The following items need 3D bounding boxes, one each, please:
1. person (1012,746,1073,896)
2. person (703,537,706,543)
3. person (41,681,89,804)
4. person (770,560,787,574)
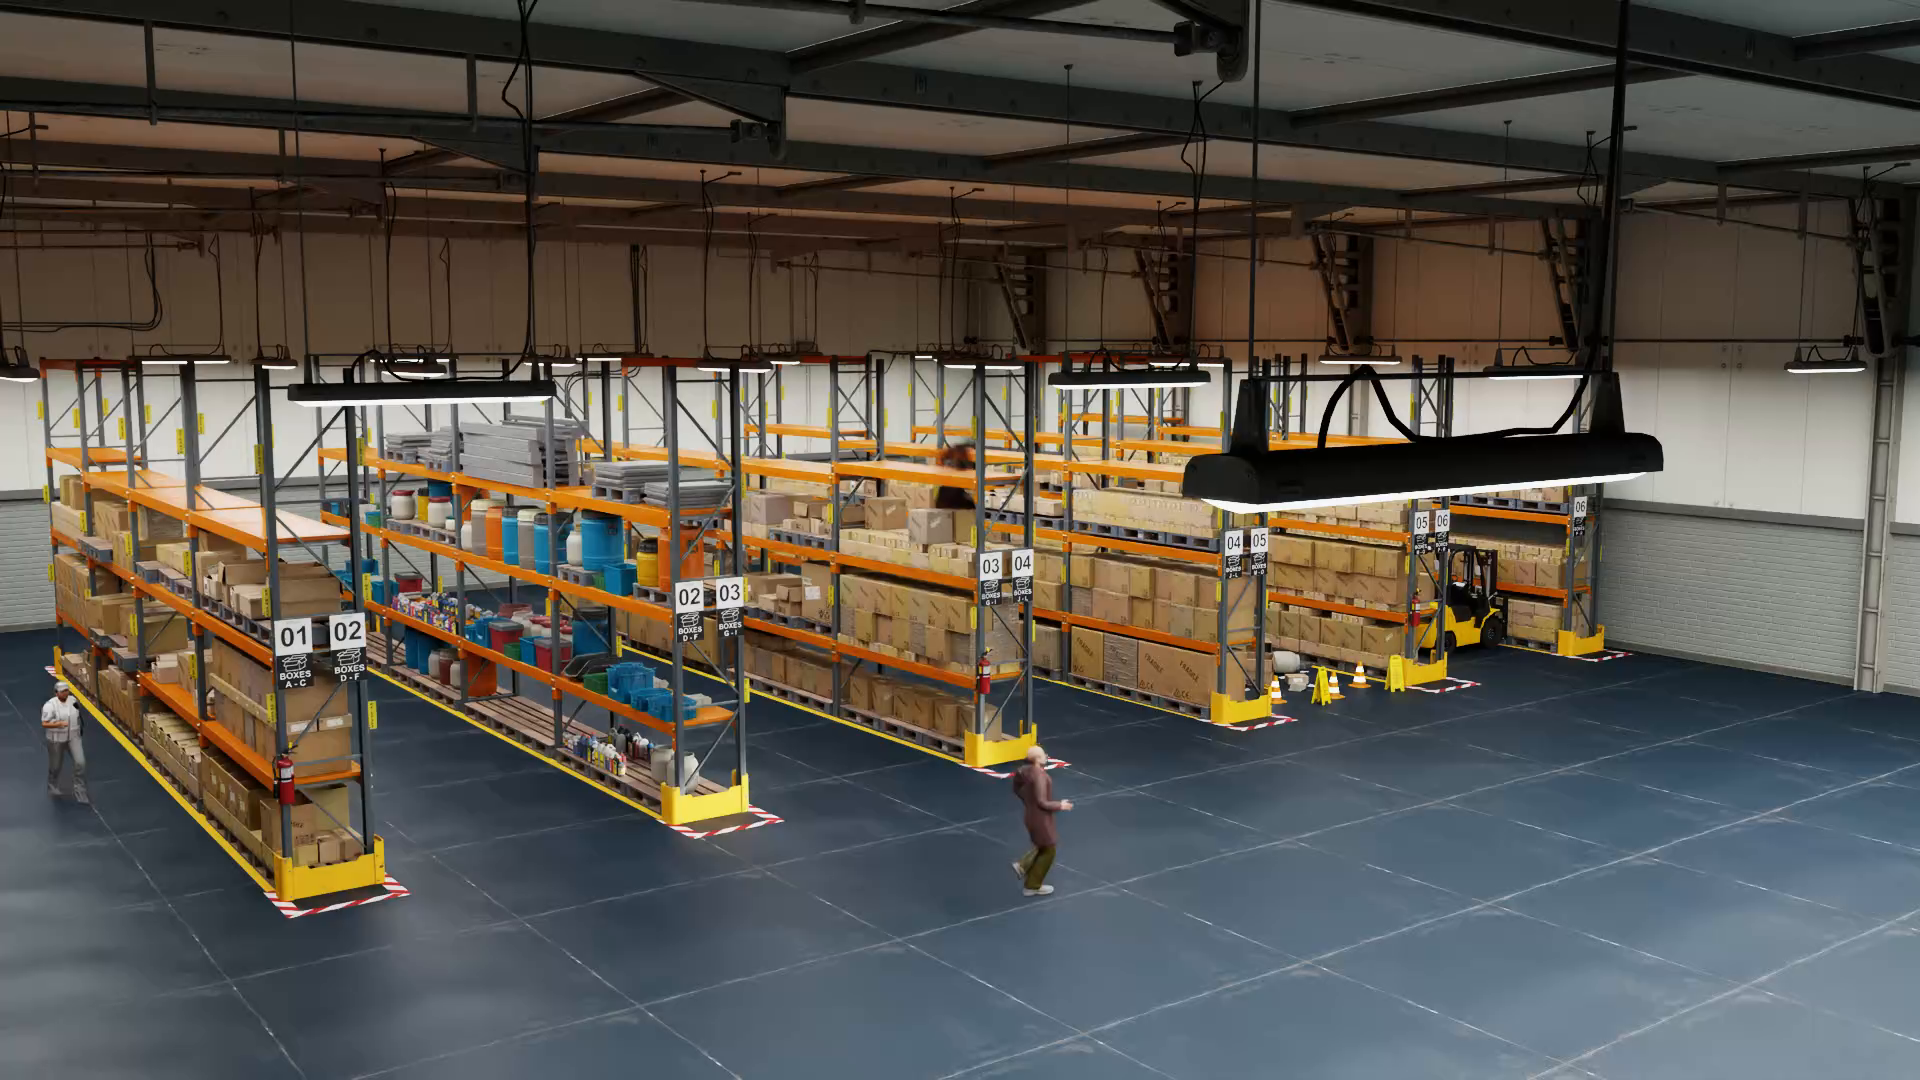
[{"bbox_3d":[0.933,3.192,18.991,0.651,1.729,0.703,-2,7,-16],"label":"person"},{"bbox_3d":[-6.358,0.739,39.932,0.842,1.615,0.588,-1,7,-8],"label":"person"},{"bbox_3d":[-12.334,2.772,22.875,0.821,1.715,0.550,7,9,44],"label":"person"},{"bbox_3d":[-4.616,0.460,41.990,0.863,1.704,0.765,1,7,6],"label":"person"}]
